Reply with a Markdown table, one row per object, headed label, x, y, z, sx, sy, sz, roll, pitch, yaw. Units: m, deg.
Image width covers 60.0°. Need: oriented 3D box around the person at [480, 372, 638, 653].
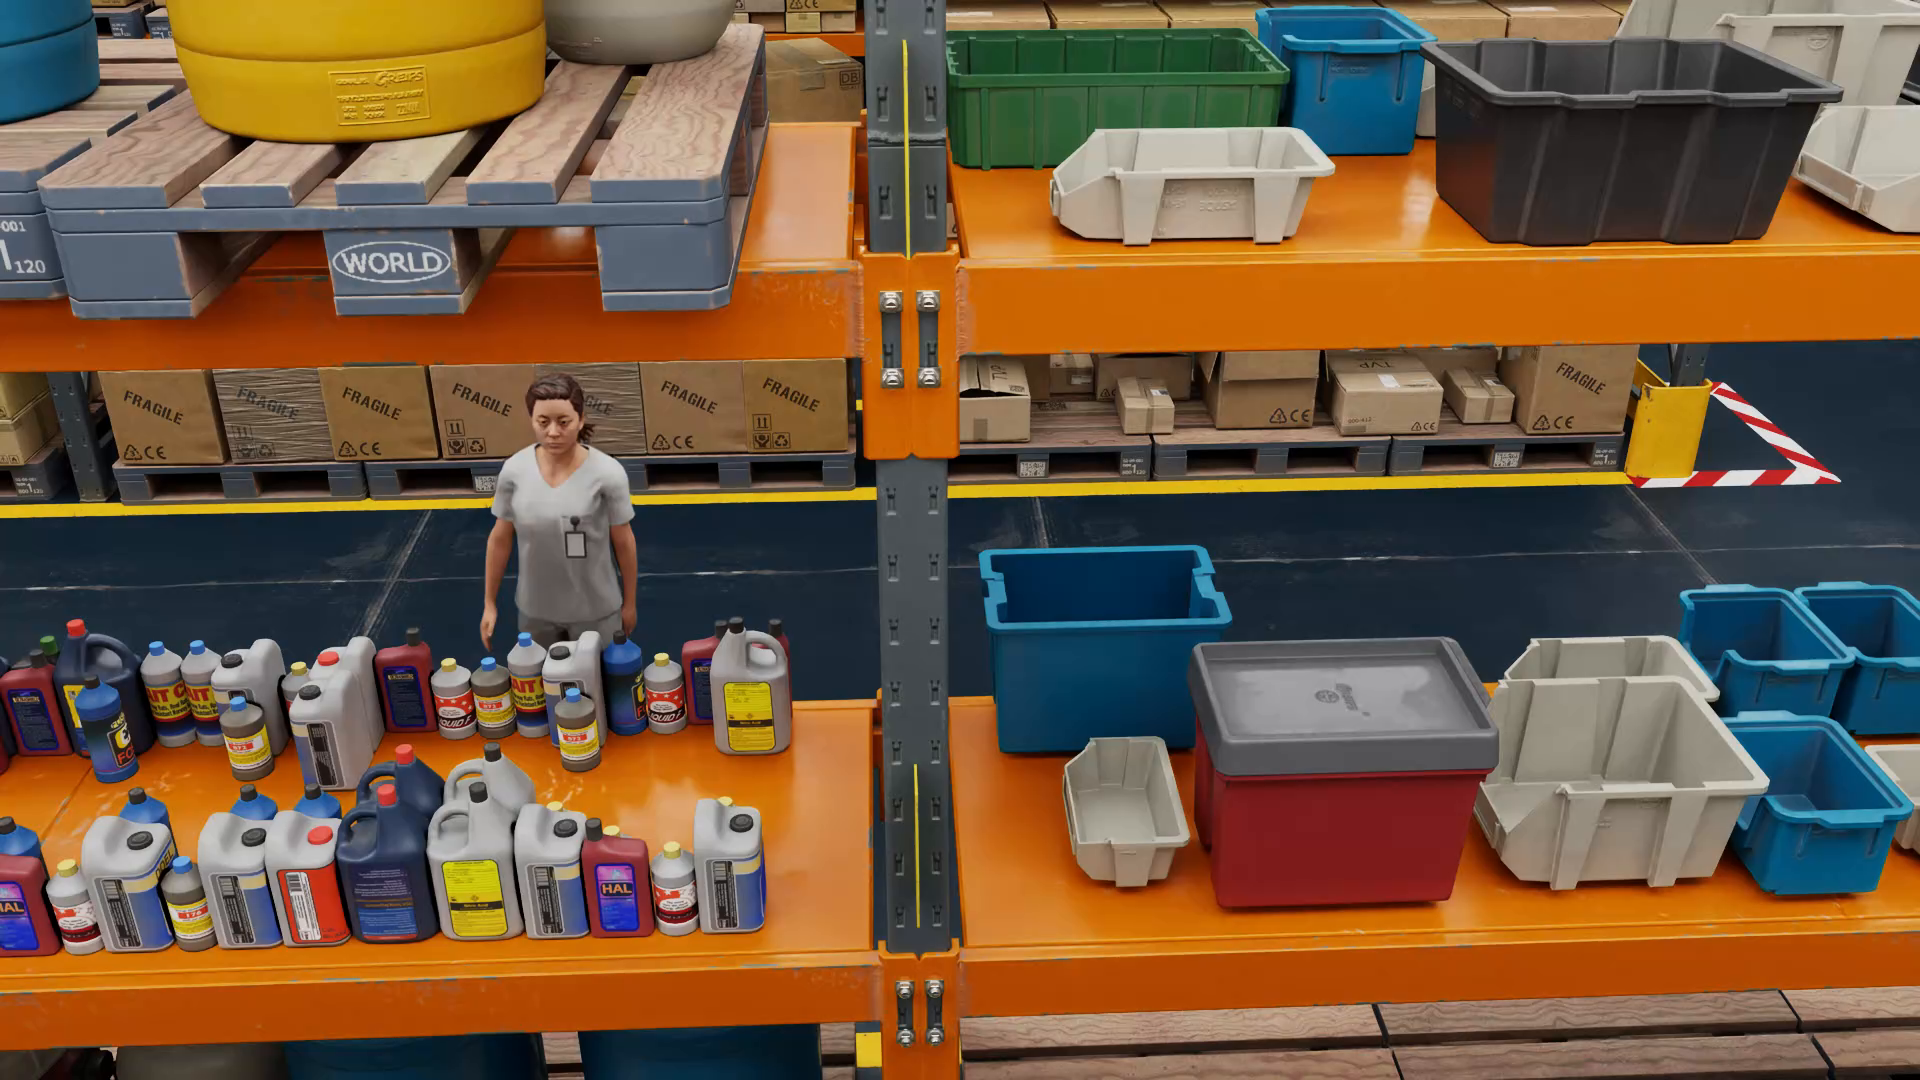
| label | x | y | z | sx | sy | sz | roll | pitch | yaw |
| --- | --- | --- | --- | --- | --- | --- | --- | --- | --- |
| person | -1.340 | 0.253 | 5.604 | 0.509 | 1.683 | 0.449 | 2 | 28 | 4 |
